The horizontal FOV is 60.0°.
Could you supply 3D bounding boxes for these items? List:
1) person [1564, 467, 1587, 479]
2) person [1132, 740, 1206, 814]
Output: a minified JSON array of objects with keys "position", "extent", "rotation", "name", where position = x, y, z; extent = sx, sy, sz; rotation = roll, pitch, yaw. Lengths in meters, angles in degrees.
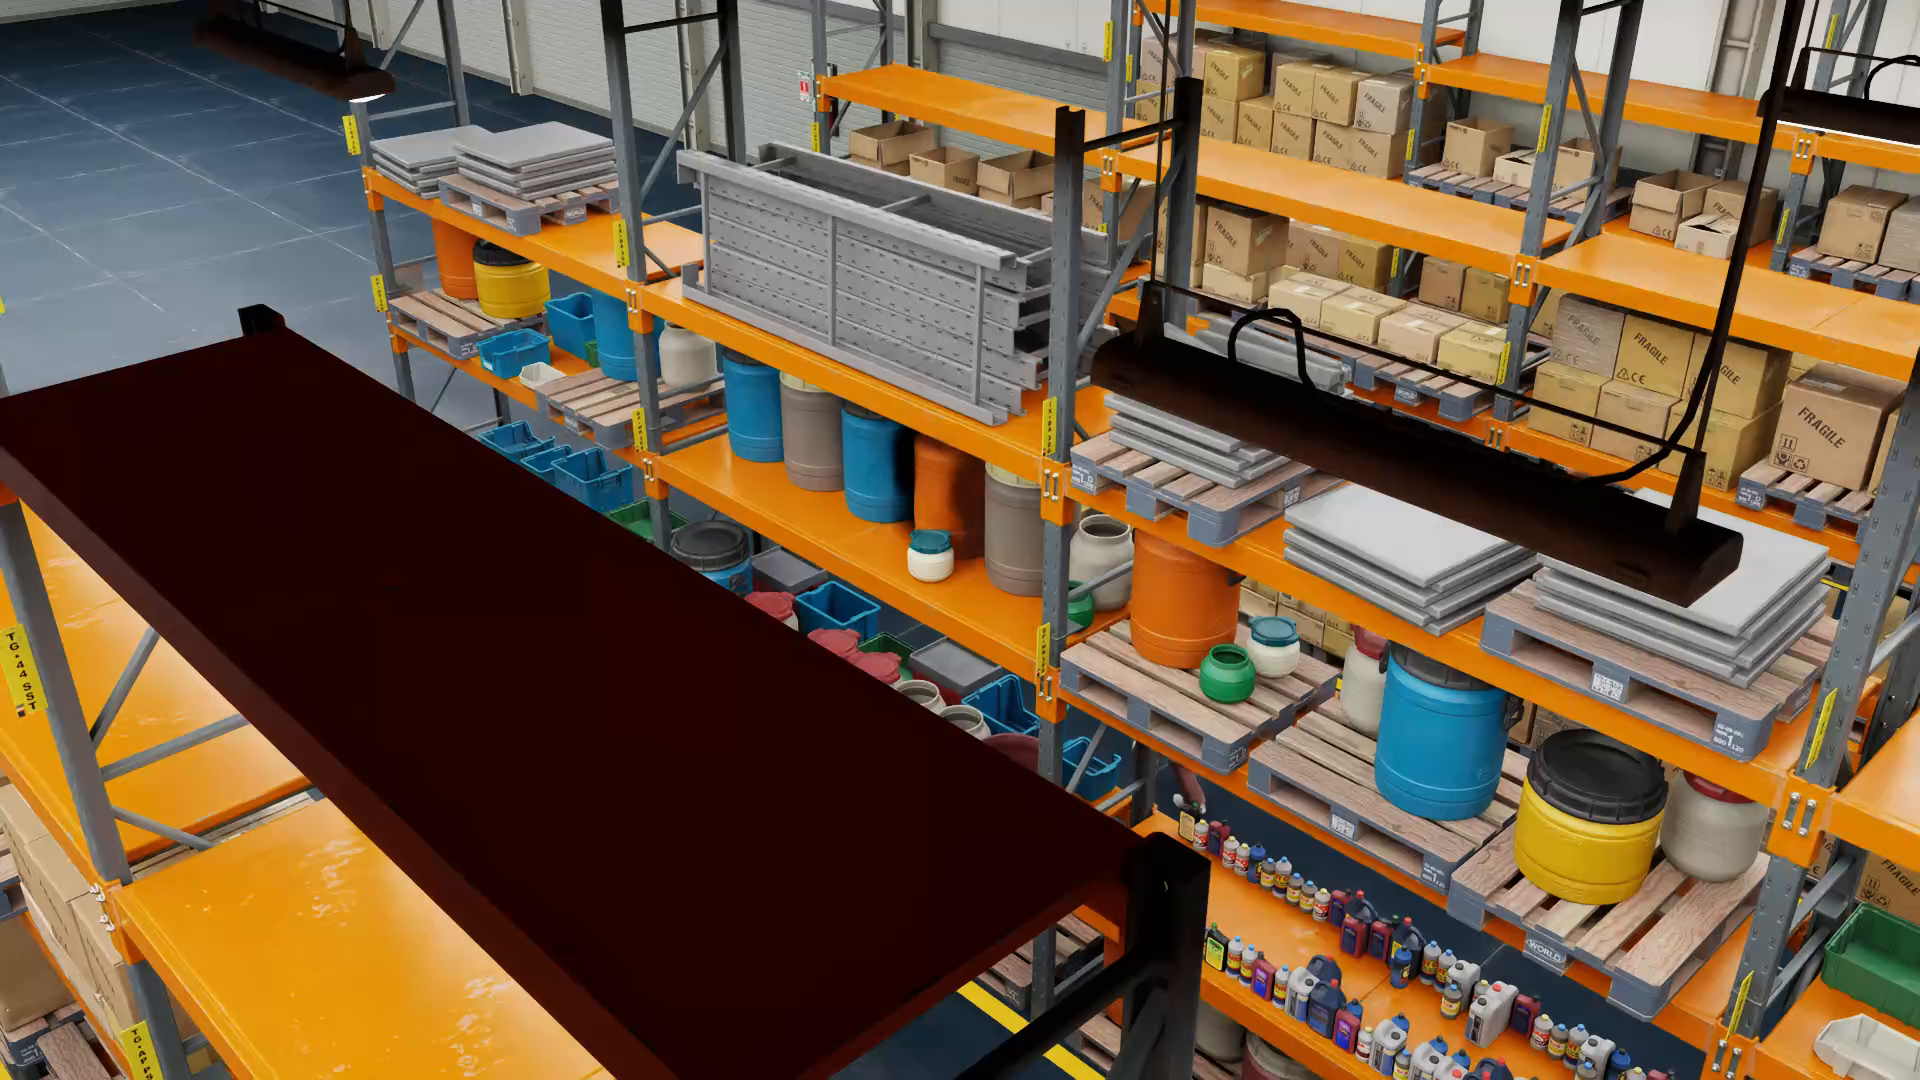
[{"position":[5.353,0.065,14.967],"extent":[0.492,1.683,1.003],"rotation":[-20,34,-33],"name":"person"},{"position":[1.589,1.218,12.633],"extent":[0.604,1.596,1.030],"rotation":[-18,33,-30],"name":"person"}]
